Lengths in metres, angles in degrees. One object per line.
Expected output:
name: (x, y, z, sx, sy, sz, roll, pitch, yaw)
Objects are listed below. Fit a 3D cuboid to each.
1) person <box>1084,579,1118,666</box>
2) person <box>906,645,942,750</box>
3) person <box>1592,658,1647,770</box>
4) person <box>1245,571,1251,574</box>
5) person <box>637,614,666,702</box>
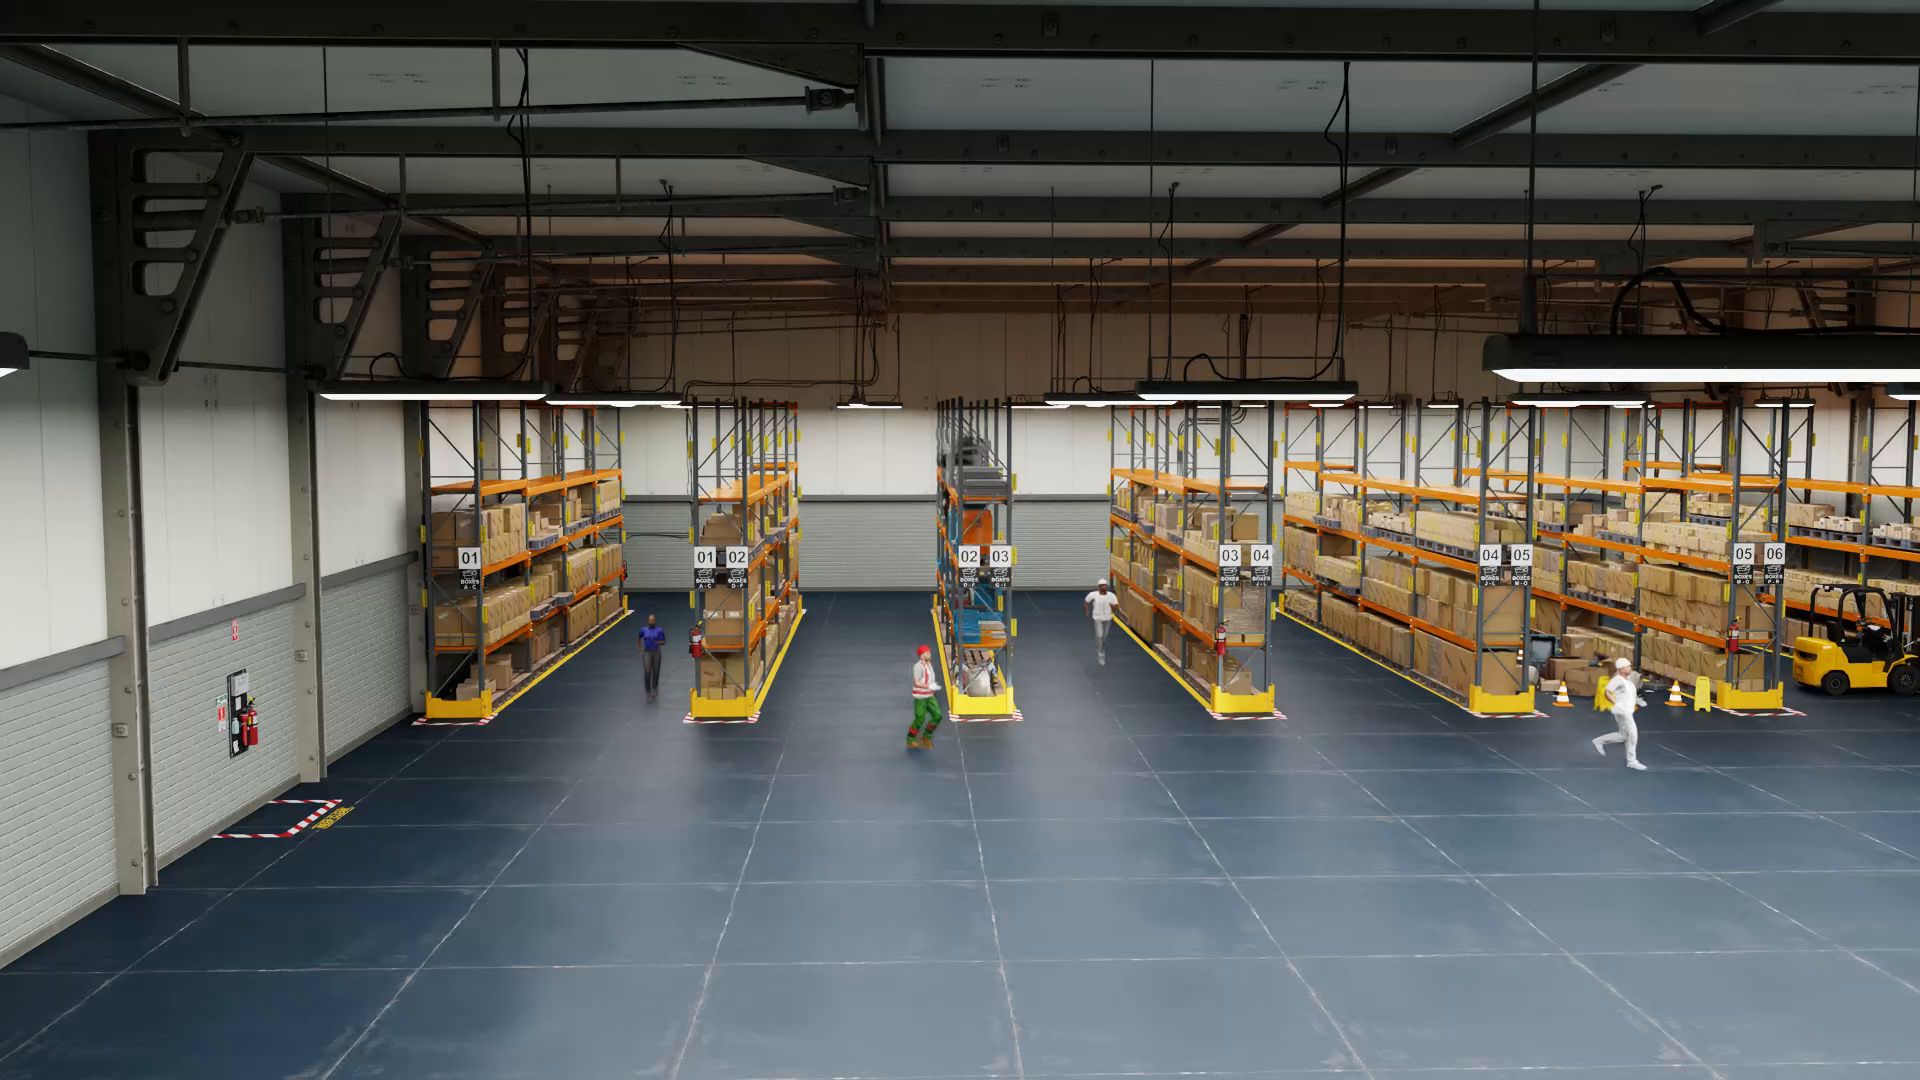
person: (3.091, 1.757, 36.076, 0.677, 1.846, 0.768, -1, 5, -13)
person: (-0.570, 2.676, 28.103, 0.710, 1.821, 0.690, 2, 5, 28)
person: (10.630, 2.783, 26.777, 0.879, 1.776, 0.681, 3, 5, 33)
person: (7.996, 1.242, 47.008, 0.681, 1.720, 0.619, 1, 5, 14)
person: (-6.147, 2.336, 33.154, 0.547, 1.718, 0.777, -1, 5, -15)
